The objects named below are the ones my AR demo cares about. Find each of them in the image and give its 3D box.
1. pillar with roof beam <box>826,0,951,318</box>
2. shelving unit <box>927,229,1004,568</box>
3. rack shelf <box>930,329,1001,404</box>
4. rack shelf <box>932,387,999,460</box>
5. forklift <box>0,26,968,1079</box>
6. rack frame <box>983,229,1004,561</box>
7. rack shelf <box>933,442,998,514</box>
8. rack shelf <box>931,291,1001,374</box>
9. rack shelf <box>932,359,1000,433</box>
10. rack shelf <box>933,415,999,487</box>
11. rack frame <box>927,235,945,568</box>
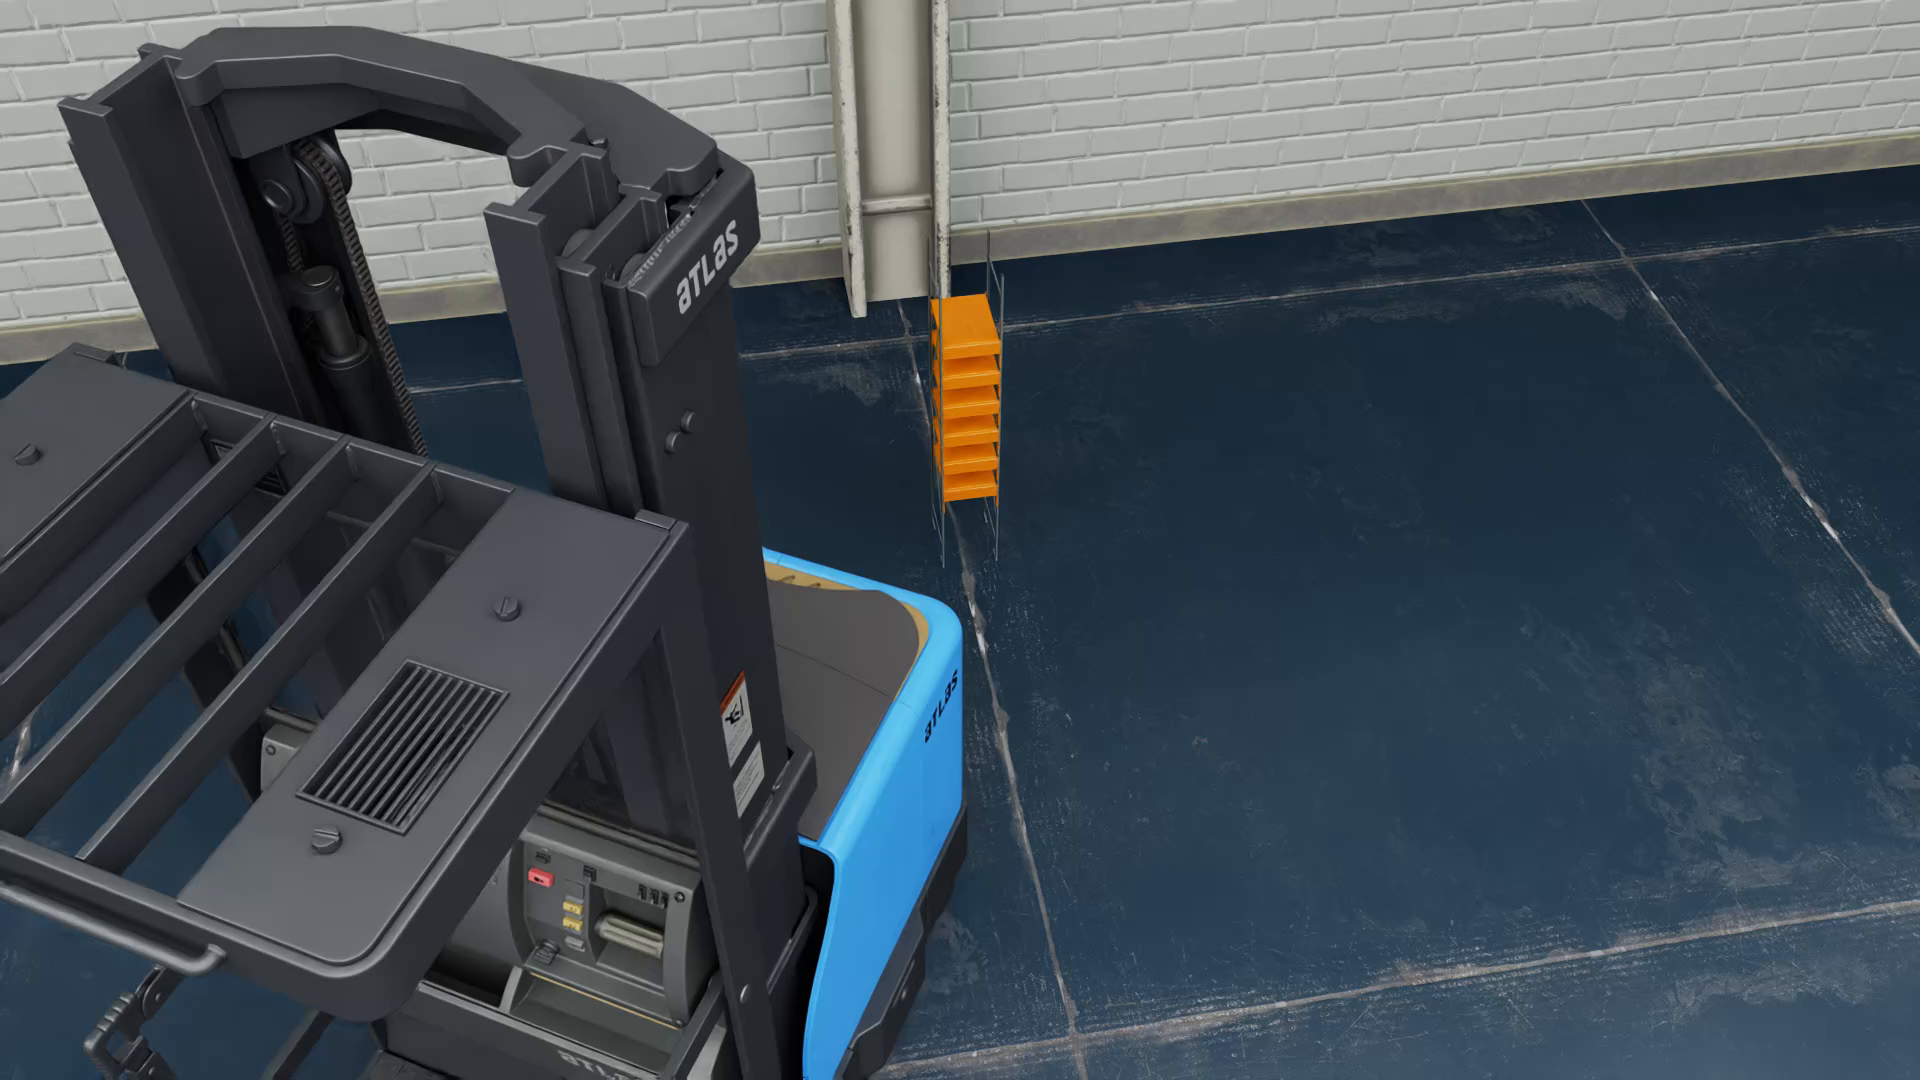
[{"bbox_3d":[0.477,-1.083,0.545,0.400,9.000,9.100,-7,46,-7],"label":"pillar with roof beam"},{"bbox_3d":[0.014,-0.418,5.320,0.189,1.200,0.258,-7,46,-7],"label":"shelving unit"},{"bbox_3d":[0.014,-0.554,5.179,0.180,0.103,0.258,-7,46,-7],"label":"rack shelf"},{"bbox_3d":[0.014,-0.387,5.352,0.180,0.103,0.258,-7,46,-7],"label":"rack shelf"},{"bbox_3d":[-0.993,0.750,2.992,1.130,2.935,3.031,16,48,15],"label":"forklift"},{"bbox_3d":[0.104,-0.429,5.330,0.006,1.200,0.240,-7,46,-7],"label":"rack frame"},{"bbox_3d":[0.014,-0.221,5.524,0.180,0.103,0.258,-7,46,-7],"label":"rack shelf"},{"bbox_3d":[0.014,-0.637,5.092,0.180,0.103,0.258,-7,46,-7],"label":"rack shelf"},{"bbox_3d":[0.014,-0.471,5.265,0.180,0.103,0.258,-7,46,-7],"label":"rack shelf"},{"bbox_3d":[0.014,-0.304,5.438,0.180,0.103,0.258,-7,46,-7],"label":"rack shelf"},{"bbox_3d":[-0.076,-0.407,5.309,0.006,1.200,0.240,-7,46,-7],"label":"rack frame"}]
